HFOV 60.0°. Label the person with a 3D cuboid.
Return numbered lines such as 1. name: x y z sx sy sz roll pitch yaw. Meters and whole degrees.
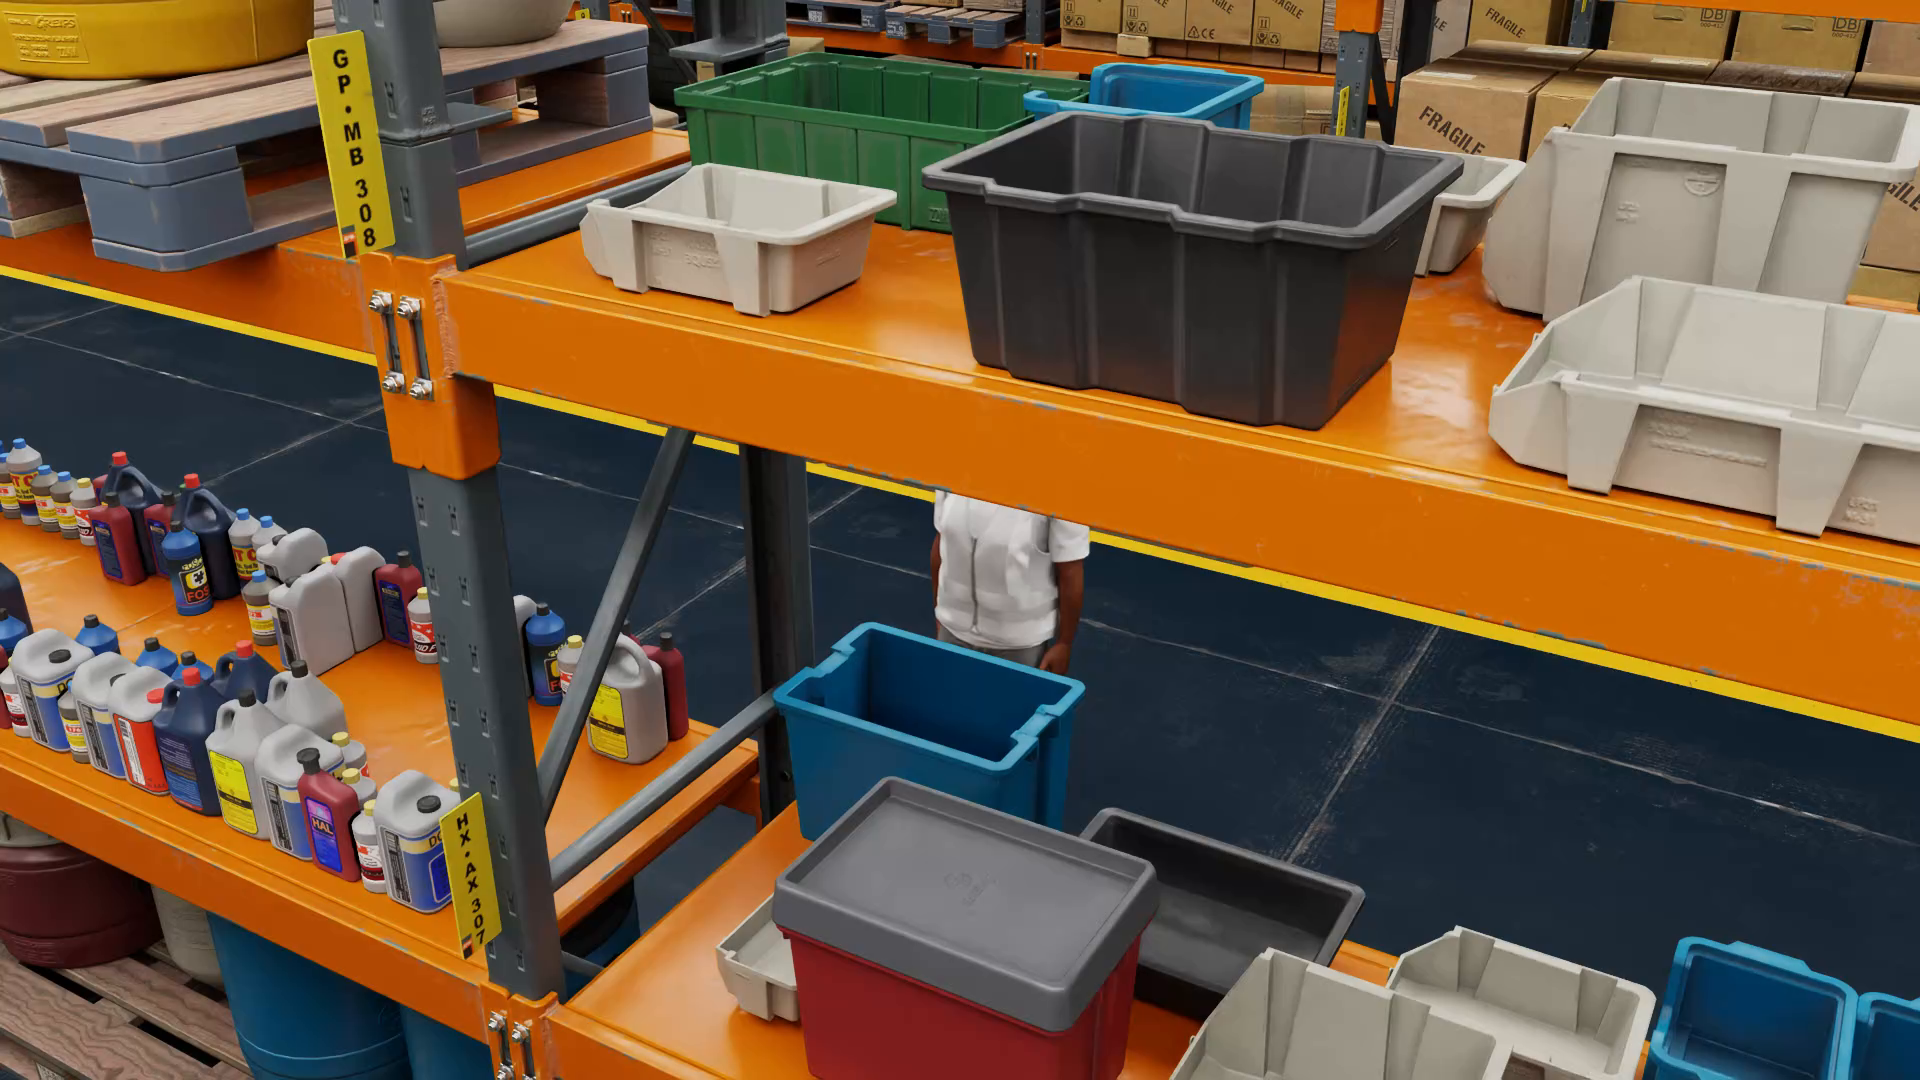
1. person: 0.142 0.283 5.519 0.565 1.763 0.358 15 30 27
